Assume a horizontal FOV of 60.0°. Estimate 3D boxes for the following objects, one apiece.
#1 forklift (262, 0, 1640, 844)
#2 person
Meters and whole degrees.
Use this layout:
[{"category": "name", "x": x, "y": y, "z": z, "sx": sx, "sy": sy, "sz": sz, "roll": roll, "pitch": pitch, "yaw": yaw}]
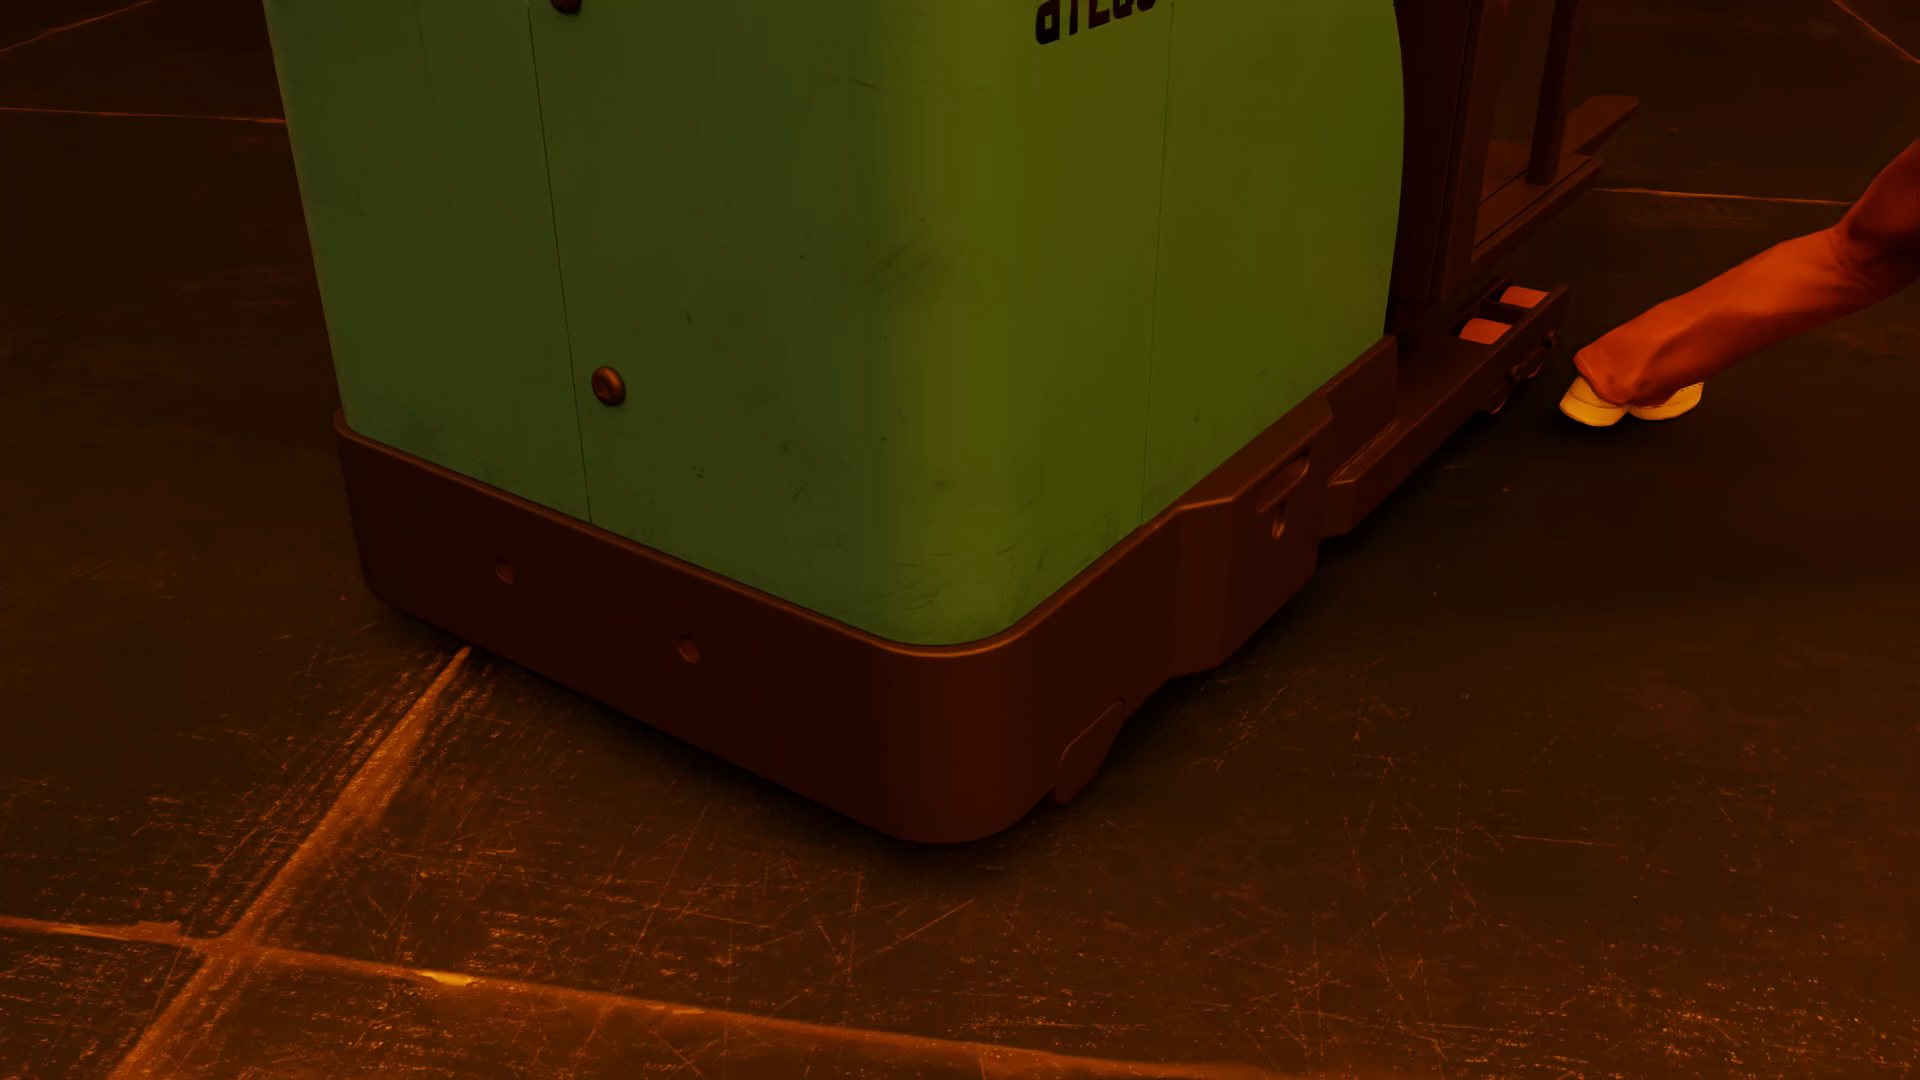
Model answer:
[{"category": "forklift", "x": 0.449, "y": -1.621, "z": 2.400, "sx": 1.130, "sy": 2.935, "sz": 3.031, "roll": 19, "pitch": 34, "yaw": 30}, {"category": "person", "x": 1.625, "y": -0.582, "z": 2.188, "sx": 0.810, "sy": 1.326, "sz": 1.263, "roll": -13, "pitch": 32, "yaw": -22}]
